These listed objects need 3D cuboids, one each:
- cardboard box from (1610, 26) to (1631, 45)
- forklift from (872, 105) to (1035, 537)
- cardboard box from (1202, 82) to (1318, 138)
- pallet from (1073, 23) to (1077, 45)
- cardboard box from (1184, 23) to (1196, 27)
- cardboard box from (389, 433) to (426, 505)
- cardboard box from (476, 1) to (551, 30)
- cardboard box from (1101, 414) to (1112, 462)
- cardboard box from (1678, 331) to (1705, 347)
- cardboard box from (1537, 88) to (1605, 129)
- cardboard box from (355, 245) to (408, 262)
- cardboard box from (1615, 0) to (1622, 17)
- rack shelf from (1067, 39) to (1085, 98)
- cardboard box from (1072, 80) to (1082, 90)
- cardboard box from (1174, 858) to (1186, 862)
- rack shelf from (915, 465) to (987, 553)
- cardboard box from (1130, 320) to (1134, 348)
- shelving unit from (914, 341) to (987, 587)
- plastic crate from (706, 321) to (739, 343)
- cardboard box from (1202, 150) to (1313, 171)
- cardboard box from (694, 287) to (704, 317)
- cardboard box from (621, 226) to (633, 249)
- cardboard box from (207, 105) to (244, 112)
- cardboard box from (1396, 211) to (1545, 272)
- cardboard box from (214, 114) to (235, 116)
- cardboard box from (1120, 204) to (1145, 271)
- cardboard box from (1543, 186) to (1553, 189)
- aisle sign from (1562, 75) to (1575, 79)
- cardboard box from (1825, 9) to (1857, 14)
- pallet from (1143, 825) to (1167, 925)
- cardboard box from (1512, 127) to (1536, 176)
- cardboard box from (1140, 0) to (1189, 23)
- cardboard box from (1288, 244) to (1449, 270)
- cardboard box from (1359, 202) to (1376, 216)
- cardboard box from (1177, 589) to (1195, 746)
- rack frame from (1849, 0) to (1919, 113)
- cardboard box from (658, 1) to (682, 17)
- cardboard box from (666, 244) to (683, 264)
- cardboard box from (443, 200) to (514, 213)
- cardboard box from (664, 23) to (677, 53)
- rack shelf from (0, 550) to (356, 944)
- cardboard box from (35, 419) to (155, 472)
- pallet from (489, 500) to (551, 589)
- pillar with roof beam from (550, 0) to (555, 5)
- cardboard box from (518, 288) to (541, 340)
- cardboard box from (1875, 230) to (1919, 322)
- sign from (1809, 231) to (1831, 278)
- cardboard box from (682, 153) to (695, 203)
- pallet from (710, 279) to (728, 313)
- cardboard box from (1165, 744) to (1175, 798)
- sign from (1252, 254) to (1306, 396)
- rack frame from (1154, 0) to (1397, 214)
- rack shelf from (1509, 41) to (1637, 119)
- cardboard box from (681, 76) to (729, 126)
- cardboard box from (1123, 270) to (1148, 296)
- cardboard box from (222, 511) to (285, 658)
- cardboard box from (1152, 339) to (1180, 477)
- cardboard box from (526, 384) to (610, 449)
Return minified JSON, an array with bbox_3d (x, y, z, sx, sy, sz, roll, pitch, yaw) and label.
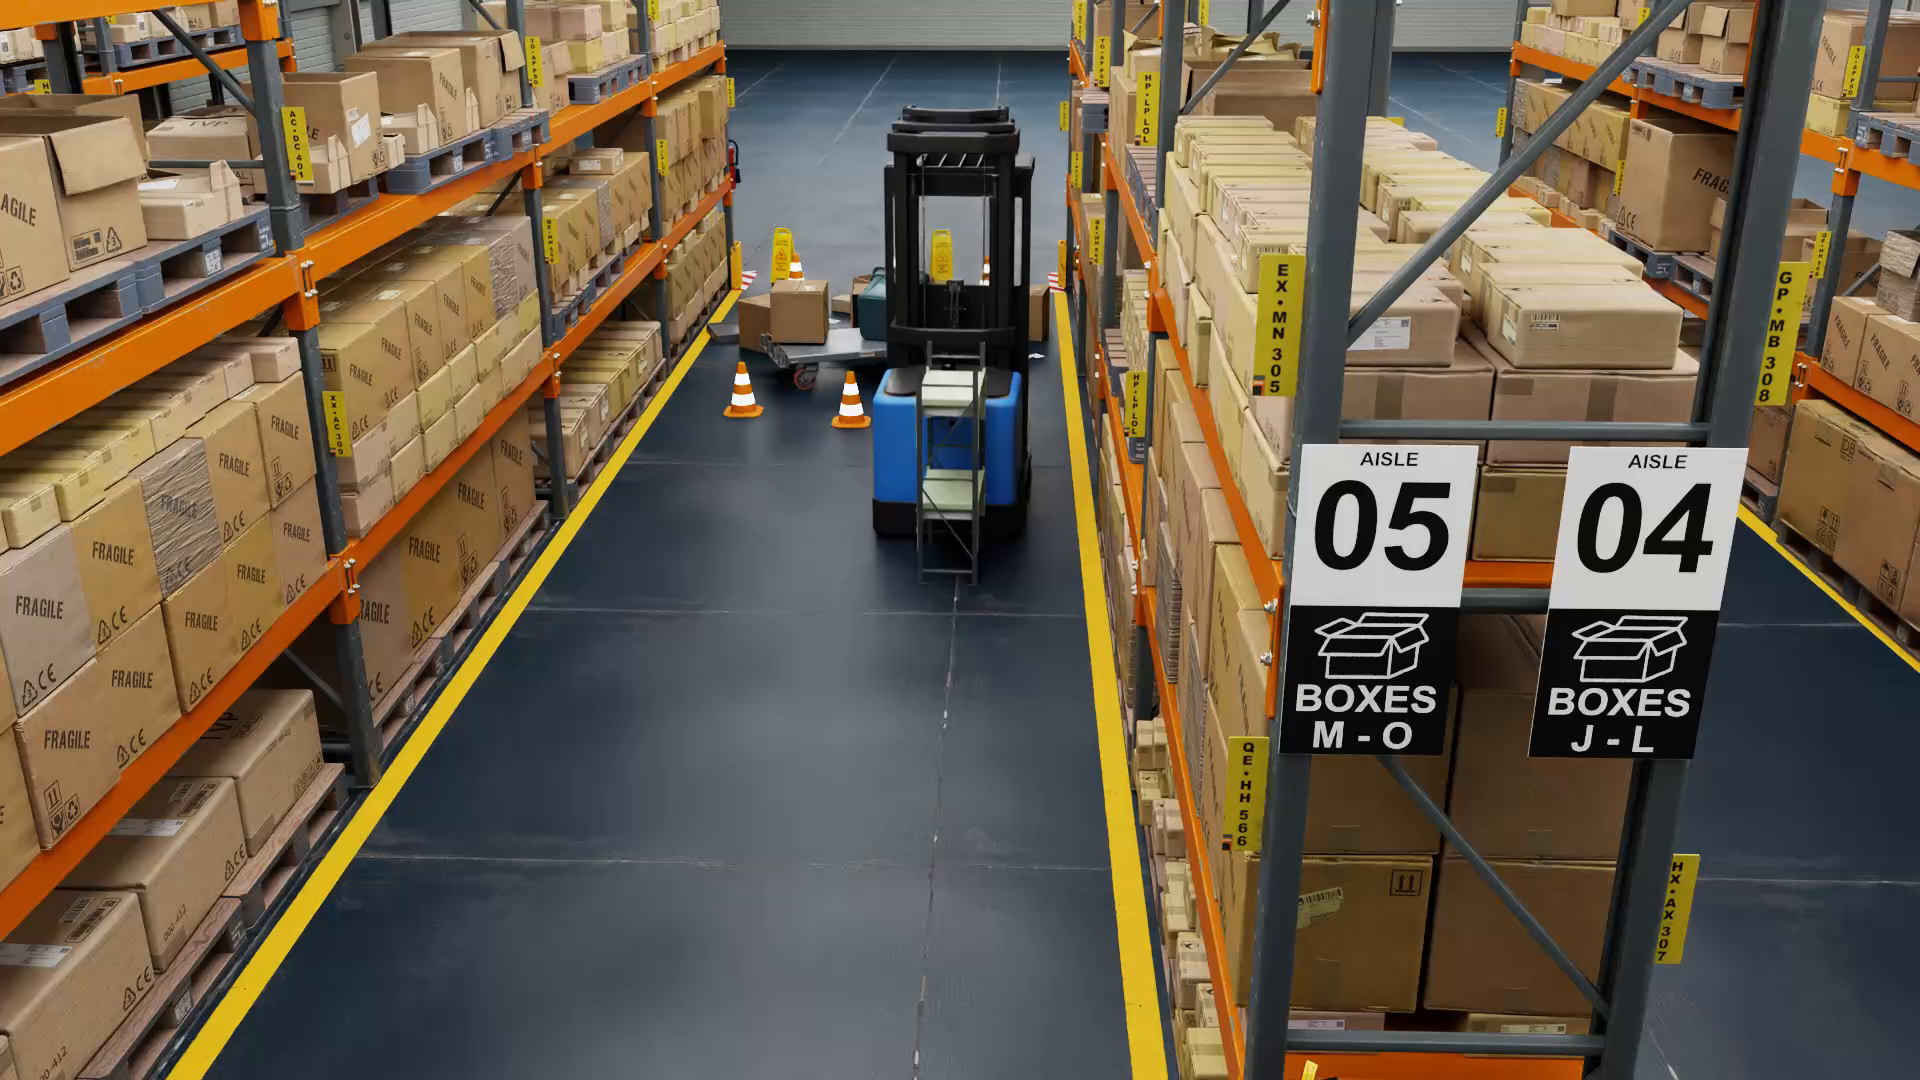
[{"bbox_3d":[6.334,-4.728,15.576,0.380,0.149,0.250,0,21,-1],"label":"cardboard box"},{"bbox_3d":[0.002,-1.881,12.825,1.130,2.935,3.031,2,21,4],"label":"forklift"},{"bbox_3d":[1.516,-1.880,7.863,0.700,0.500,0.500,1,21,2],"label":"cardboard box"},{"bbox_3d":[1.748,-5.531,18.114,1.003,0.211,1.213,1,21,2],"label":"pallet"},{"bbox_3d":[1.776,-4.310,14.332,0.500,0.250,0.500,1,21,2],"label":"cardboard box"},{"bbox_3d":[-3.265,-0.395,9.108,0.500,0.250,0.500,0,21,0],"label":"cardboard box"},{"bbox_3d":[-3.736,-4.384,13.971,0.500,0.250,0.500,0,21,0],"label":"cardboard box"},{"bbox_3d":[1.253,-0.683,11.482,0.500,0.250,0.500,0,21,-1],"label":"cardboard box"},{"bbox_3d":[6.519,-1.551,14.727,0.700,0.500,0.500,1,21,1],"label":"cardboard box"},{"bbox_3d":[6.389,-4.446,17.408,0.500,0.500,0.500,1,21,2],"label":"cardboard box"},{"bbox_3d":[-3.730,-1.539,10.328,0.500,0.500,0.500,1,21,3],"label":"cardboard box"},{"bbox_3d":[6.920,-5.605,16.941,0.500,0.500,0.500,1,21,2],"label":"cardboard box"},{"bbox_3d":[1.699,-4.783,17.056,1.077,0.370,4.000,1,21,2],"label":"rack shelf"},{"bbox_3d":[1.710,-4.882,18.765,0.875,0.550,0.550,1,21,2],"label":"cardboard box"},{"bbox_3d":[1.131,1.396,7.233,0.380,0.149,0.250,2,21,4],"label":"cardboard box"},{"bbox_3d":[-0.055,-0.221,11.427,0.431,0.370,0.720,2,21,4],"label":"rack shelf"},{"bbox_3d":[1.283,-1.309,10.611,0.380,0.149,0.250,1,21,2],"label":"cardboard box"},{"bbox_3d":[-0.055,-0.525,11.309,0.431,1.500,0.755,2,21,4],"label":"shelving unit"},{"bbox_3d":[-2.445,-2.212,17.619,0.402,0.080,0.583,-7,22,-17],"label":"plastic crate"},{"bbox_3d":[1.110,-1.372,6.237,0.380,0.149,0.250,0,21,0],"label":"cardboard box"},{"bbox_3d":[-3.007,-2.523,17.607,0.500,0.250,0.500,0,21,1],"label":"cardboard box"},{"bbox_3d":[-3.054,-2.623,14.409,0.380,0.149,0.250,1,21,2],"label":"cardboard box"},{"bbox_3d":[-8.376,-4.882,19.019,0.380,0.149,0.250,0,21,1],"label":"cardboard box"},{"bbox_3d":[1.528,-0.891,4.997,0.380,0.149,0.250,1,21,3],"label":"cardboard box"},{"bbox_3d":[-7.992,-4.596,18.281,0.380,0.149,0.250,1,21,2],"label":"cardboard box"},{"bbox_3d":[1.540,-2.225,12.096,0.700,0.500,0.500,1,21,1],"label":"cardboard box"},{"bbox_3d":[6.436,-3.682,17.719,0.380,0.149,0.250,1,21,2],"label":"cardboard box"},{"bbox_3d":[7.016,-5.583,18.676,0.394,0.787,0.004,1,21,2],"label":"aisle sign"},{"bbox_3d":[6.271,-3.677,12.382,0.500,0.500,0.500,1,21,3],"label":"cardboard box"},{"bbox_3d":[1.410,1.439,8.027,1.003,0.211,1.213,1,21,2],"label":"pallet"},{"bbox_3d":[6.670,-4.338,18.514,0.875,0.500,0.500,1,21,2],"label":"cardboard box"},{"bbox_3d":[1.933,-4.880,15.389,0.500,0.250,0.500,1,21,2],"label":"cardboard box"},{"bbox_3d":[1.102,-0.709,4.529,0.380,0.149,0.250,0,21,0],"label":"cardboard box"},{"bbox_3d":[1.596,-1.119,6.136,0.500,0.250,0.500,1,21,4],"label":"cardboard box"},{"bbox_3d":[1.082,0.442,6.193,0.500,0.500,0.500,2,21,4],"label":"cardboard box"},{"bbox_3d":[6.471,-4.256,10.557,1.000,3.000,0.127,1,21,2],"label":"rack frame"},{"bbox_3d":[-3.012,-5.341,16.745,0.380,0.149,0.250,1,21,3],"label":"cardboard box"},{"bbox_3d":[-2.961,-2.835,16.476,0.380,0.149,0.250,1,21,2],"label":"cardboard box"},{"bbox_3d":[-3.694,-2.304,12.689,0.500,0.500,0.500,0,21,1],"label":"cardboard box"},{"bbox_3d":[-3.019,-4.824,15.965,0.500,0.250,0.500,0,21,1],"label":"cardboard box"},{"bbox_3d":[-3.617,0.937,6.462,1.077,0.370,4.000,1,21,2],"label":"rack shelf"},{"bbox_3d":[-3.349,-0.361,6.394,0.380,0.149,0.250,0,21,0],"label":"cardboard box"},{"bbox_3d":[-3.534,0.016,11.695,1.003,0.211,1.213,1,21,2],"label":"pallet"},{"bbox_3d":[-4.224,-13.530,34.458,9.100,9.000,0.400,1,21,2],"label":"pillar with roof beam"},{"bbox_3d":[-3.195,-1.553,11.401,0.500,0.250,0.500,1,21,1],"label":"cardboard box"},{"bbox_3d":[6.433,-1.709,10.762,0.797,0.503,0.637,1,21,3],"label":"cardboard box"},{"bbox_3d":[5.928,-1.964,11.454,0.100,0.325,0.005,1,21,2],"label":"sign"},{"bbox_3d":[-3.001,-3.719,16.917,0.500,0.500,0.500,0,21,1],"label":"cardboard box"},{"bbox_3d":[-3.253,-2.840,19.056,1.003,0.211,1.213,1,21,2],"label":"pallet"},{"bbox_3d":[1.151,1.065,7.675,0.380,0.149,0.250,0,21,1],"label":"cardboard box"},{"bbox_3d":[0.719,-0.482,3.754,0.100,0.325,0.005,1,21,2],"label":"sign"},{"bbox_3d":[1.395,-2.901,7.065,1.000,3.000,0.127,1,21,2],"label":"rack frame"},{"bbox_3d":[6.653,-4.691,16.821,1.077,0.370,4.000,1,21,2],"label":"rack shelf"},{"bbox_3d":[-2.988,-4.925,18.643,0.700,0.500,0.500,0,21,0],"label":"cardboard box"},{"bbox_3d":[1.309,-1.740,11.310,0.380,0.149,0.250,1,21,2],"label":"cardboard box"},{"bbox_3d":[-3.325,0.188,7.259,0.500,0.500,0.500,0,21,0],"label":"cardboard box"},{"bbox_3d":[1.137,-0.595,7.483,0.500,0.500,0.500,1,21,3],"label":"cardboard box"},{"bbox_3d":[-3.393,-1.010,13.537,0.950,0.372,0.625,0,21,1],"label":"cardboard box"}]
